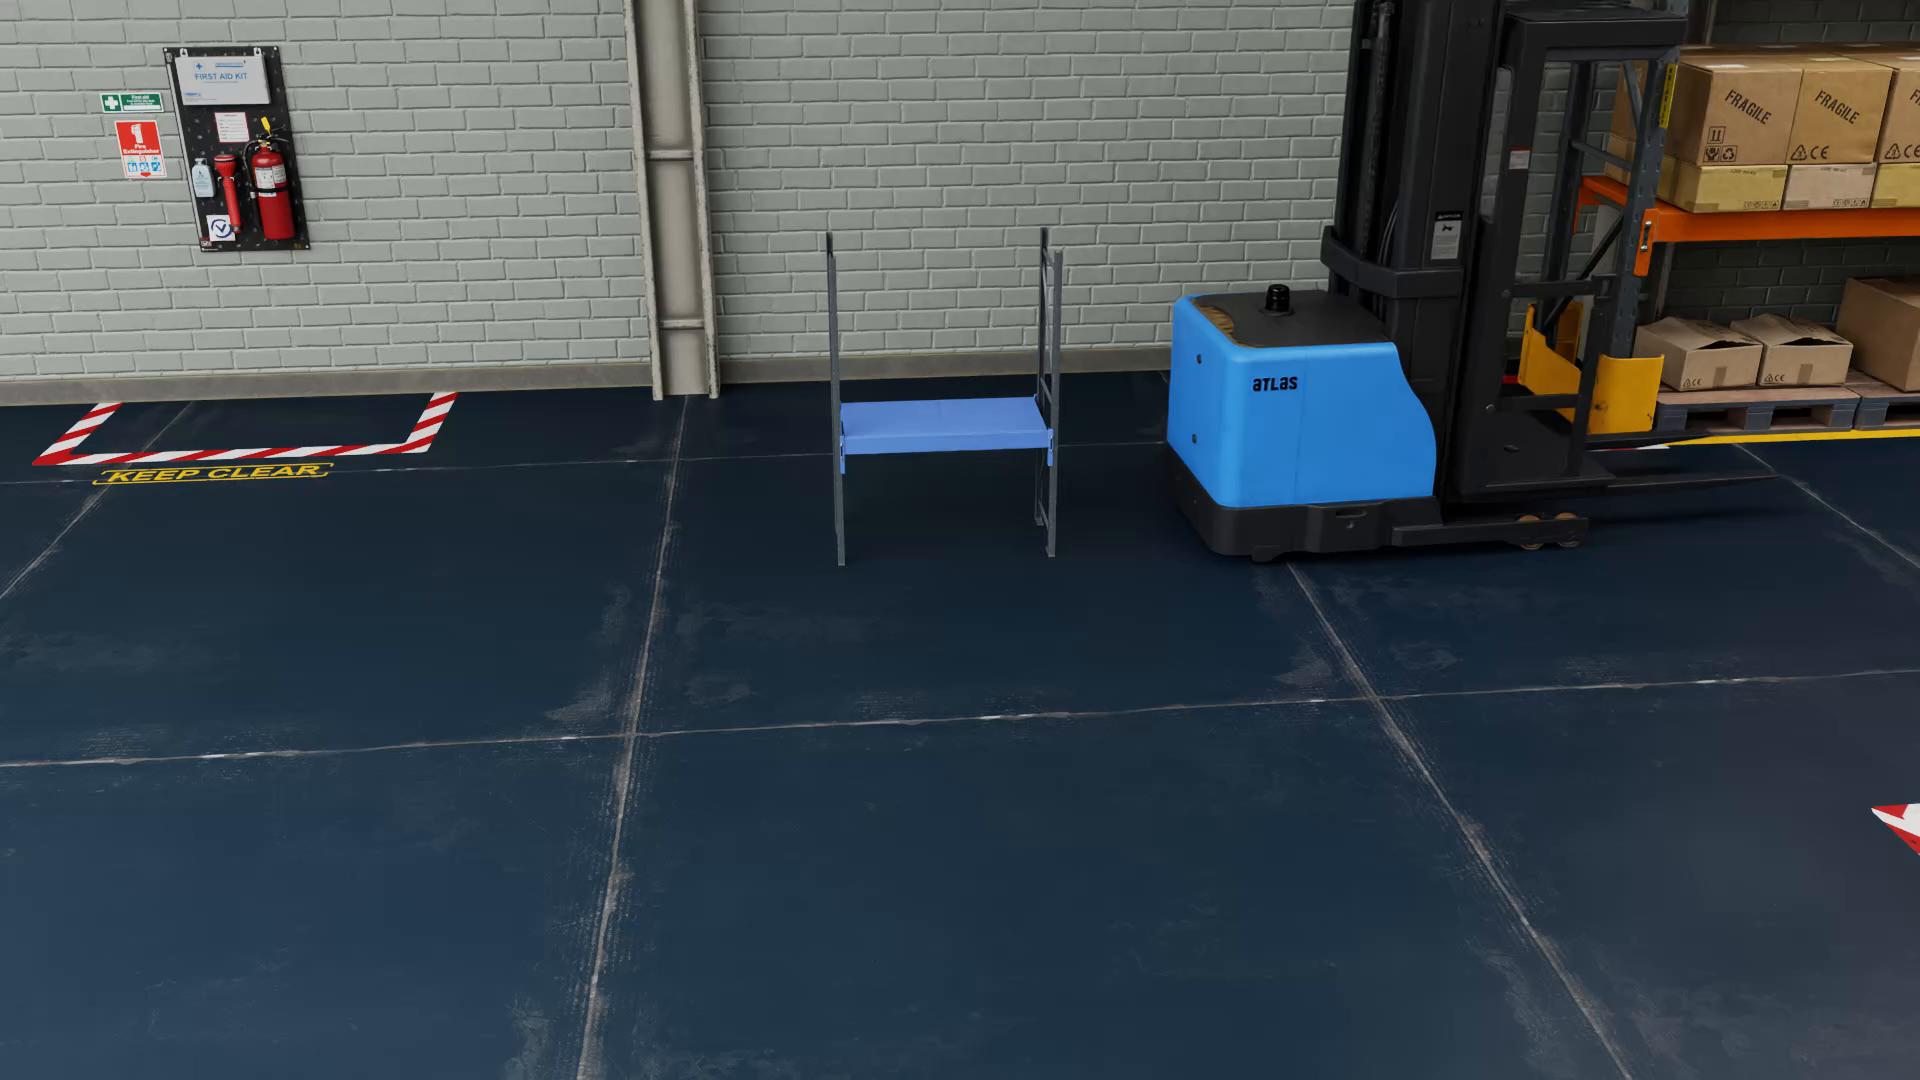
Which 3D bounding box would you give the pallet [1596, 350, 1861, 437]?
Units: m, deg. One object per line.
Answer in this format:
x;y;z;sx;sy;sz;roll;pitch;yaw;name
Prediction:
4.553;-0.906;10.028;1.213;0.211;1.003;-2;24;-5;pallet

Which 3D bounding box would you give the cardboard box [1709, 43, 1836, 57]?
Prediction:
4.616;-2.563;9.560;0.500;0.500;0.500;-2;24;-4;cardboard box

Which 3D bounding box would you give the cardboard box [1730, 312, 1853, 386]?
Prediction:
4.930;-1.145;9.903;0.500;0.311;0.500;0;24;-1;cardboard box

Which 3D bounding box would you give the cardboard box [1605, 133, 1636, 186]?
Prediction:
4.112;-2.197;9.659;0.500;0.250;0.500;-2;24;-4;cardboard box

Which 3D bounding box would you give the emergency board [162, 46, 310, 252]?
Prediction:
-4.157;-2.214;9.538;0.643;1.169;0.194;-2;24;-5;emergency board

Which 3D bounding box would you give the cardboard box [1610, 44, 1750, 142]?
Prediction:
4.114;-2.547;9.524;0.500;0.500;0.500;-3;24;-6;cardboard box

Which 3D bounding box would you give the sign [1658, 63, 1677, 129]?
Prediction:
3.719;-2.335;8.745;0.005;0.325;0.100;-2;24;-5;sign

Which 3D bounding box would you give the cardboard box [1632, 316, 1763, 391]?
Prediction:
4.363;-1.123;9.851;0.500;0.311;0.500;-5;24;-11;cardboard box

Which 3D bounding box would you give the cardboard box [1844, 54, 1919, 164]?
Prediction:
5.178;-2.374;9.134;0.500;0.500;0.500;-3;24;-7;cardboard box

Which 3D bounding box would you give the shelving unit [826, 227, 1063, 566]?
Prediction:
-0.085;-0.682;7.938;1.048;1.500;0.538;-2;24;-5;shelving unit

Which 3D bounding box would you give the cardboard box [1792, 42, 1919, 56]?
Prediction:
5.130;-2.586;9.611;0.500;0.500;0.500;-3;24;-7;cardboard box

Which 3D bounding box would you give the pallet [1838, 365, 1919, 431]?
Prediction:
5.765;-0.953;10.135;1.213;0.211;1.003;-2;24;-5;pallet

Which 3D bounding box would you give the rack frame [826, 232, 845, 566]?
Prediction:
-0.591;-0.662;7.892;0.032;1.500;0.500;-2;24;-5;rack frame

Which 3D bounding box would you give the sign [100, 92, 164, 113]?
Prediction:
-4.712;-2.488;9.459;0.331;0.109;0.001;-2;24;-5;sign

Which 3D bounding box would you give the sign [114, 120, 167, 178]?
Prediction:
-4.717;-2.250;9.575;0.234;0.329;0.001;-2;24;-5;sign

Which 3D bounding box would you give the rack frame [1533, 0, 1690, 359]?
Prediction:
3.666;-2.159;9.414;0.127;3.000;1.000;-2;24;-5;rack frame

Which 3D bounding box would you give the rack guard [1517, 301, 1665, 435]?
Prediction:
3.741;-1.020;9.929;0.348;0.500;1.175;-2;24;-5;rack guard

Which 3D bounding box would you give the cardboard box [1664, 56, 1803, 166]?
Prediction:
4.170;-2.340;9.058;0.500;0.500;0.500;-2;24;-5;cardboard box

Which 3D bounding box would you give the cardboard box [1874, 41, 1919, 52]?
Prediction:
5.631;-2.606;9.656;0.500;0.500;0.500;-2;24;-4;cardboard box

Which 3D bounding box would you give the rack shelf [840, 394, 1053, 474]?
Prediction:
-0.085;-0.518;8.011;1.000;0.185;0.538;-2;24;-5;rack shelf

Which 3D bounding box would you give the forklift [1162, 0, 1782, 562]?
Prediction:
2.626;-1.499;8.014;3.031;2.935;1.130;-4;24;-8;forklift

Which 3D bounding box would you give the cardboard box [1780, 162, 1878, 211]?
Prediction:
4.698;-2.017;9.255;0.500;0.250;0.500;-3;24;-7;cardboard box

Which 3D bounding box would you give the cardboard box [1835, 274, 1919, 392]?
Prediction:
5.665;-1.241;9.885;0.500;0.500;0.700;-4;24;-8;cardboard box

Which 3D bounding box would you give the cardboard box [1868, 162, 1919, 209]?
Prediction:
5.205;-2.035;9.296;0.500;0.250;0.500;-3;24;-6;cardboard box

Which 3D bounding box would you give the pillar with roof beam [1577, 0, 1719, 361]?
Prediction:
4.700;-3.538;5.130;0.400;9.000;9.100;-2;24;-5;pillar with roof beam

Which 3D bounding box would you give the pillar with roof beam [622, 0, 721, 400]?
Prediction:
-1.271;-3.298;4.592;0.400;9.000;9.100;-2;24;-5;pillar with roof beam

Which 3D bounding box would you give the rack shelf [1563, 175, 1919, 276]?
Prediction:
5.656;-1.910;9.740;4.000;0.370;1.077;-2;24;-5;rack shelf

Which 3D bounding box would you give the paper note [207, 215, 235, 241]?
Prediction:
-4.340;-1.832;9.763;0.142;0.148;0.016;-2;24;-5;paper note

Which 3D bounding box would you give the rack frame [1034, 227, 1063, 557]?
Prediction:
0.421;-0.702;7.983;0.032;1.500;0.500;-2;24;-5;rack frame

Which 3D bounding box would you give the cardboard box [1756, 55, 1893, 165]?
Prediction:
4.663;-2.356;9.093;0.500;0.500;0.500;-2;24;-5;cardboard box

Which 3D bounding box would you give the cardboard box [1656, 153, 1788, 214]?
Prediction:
4.182;-1.991;9.196;0.500;0.250;0.500;-3;24;-7;cardboard box
